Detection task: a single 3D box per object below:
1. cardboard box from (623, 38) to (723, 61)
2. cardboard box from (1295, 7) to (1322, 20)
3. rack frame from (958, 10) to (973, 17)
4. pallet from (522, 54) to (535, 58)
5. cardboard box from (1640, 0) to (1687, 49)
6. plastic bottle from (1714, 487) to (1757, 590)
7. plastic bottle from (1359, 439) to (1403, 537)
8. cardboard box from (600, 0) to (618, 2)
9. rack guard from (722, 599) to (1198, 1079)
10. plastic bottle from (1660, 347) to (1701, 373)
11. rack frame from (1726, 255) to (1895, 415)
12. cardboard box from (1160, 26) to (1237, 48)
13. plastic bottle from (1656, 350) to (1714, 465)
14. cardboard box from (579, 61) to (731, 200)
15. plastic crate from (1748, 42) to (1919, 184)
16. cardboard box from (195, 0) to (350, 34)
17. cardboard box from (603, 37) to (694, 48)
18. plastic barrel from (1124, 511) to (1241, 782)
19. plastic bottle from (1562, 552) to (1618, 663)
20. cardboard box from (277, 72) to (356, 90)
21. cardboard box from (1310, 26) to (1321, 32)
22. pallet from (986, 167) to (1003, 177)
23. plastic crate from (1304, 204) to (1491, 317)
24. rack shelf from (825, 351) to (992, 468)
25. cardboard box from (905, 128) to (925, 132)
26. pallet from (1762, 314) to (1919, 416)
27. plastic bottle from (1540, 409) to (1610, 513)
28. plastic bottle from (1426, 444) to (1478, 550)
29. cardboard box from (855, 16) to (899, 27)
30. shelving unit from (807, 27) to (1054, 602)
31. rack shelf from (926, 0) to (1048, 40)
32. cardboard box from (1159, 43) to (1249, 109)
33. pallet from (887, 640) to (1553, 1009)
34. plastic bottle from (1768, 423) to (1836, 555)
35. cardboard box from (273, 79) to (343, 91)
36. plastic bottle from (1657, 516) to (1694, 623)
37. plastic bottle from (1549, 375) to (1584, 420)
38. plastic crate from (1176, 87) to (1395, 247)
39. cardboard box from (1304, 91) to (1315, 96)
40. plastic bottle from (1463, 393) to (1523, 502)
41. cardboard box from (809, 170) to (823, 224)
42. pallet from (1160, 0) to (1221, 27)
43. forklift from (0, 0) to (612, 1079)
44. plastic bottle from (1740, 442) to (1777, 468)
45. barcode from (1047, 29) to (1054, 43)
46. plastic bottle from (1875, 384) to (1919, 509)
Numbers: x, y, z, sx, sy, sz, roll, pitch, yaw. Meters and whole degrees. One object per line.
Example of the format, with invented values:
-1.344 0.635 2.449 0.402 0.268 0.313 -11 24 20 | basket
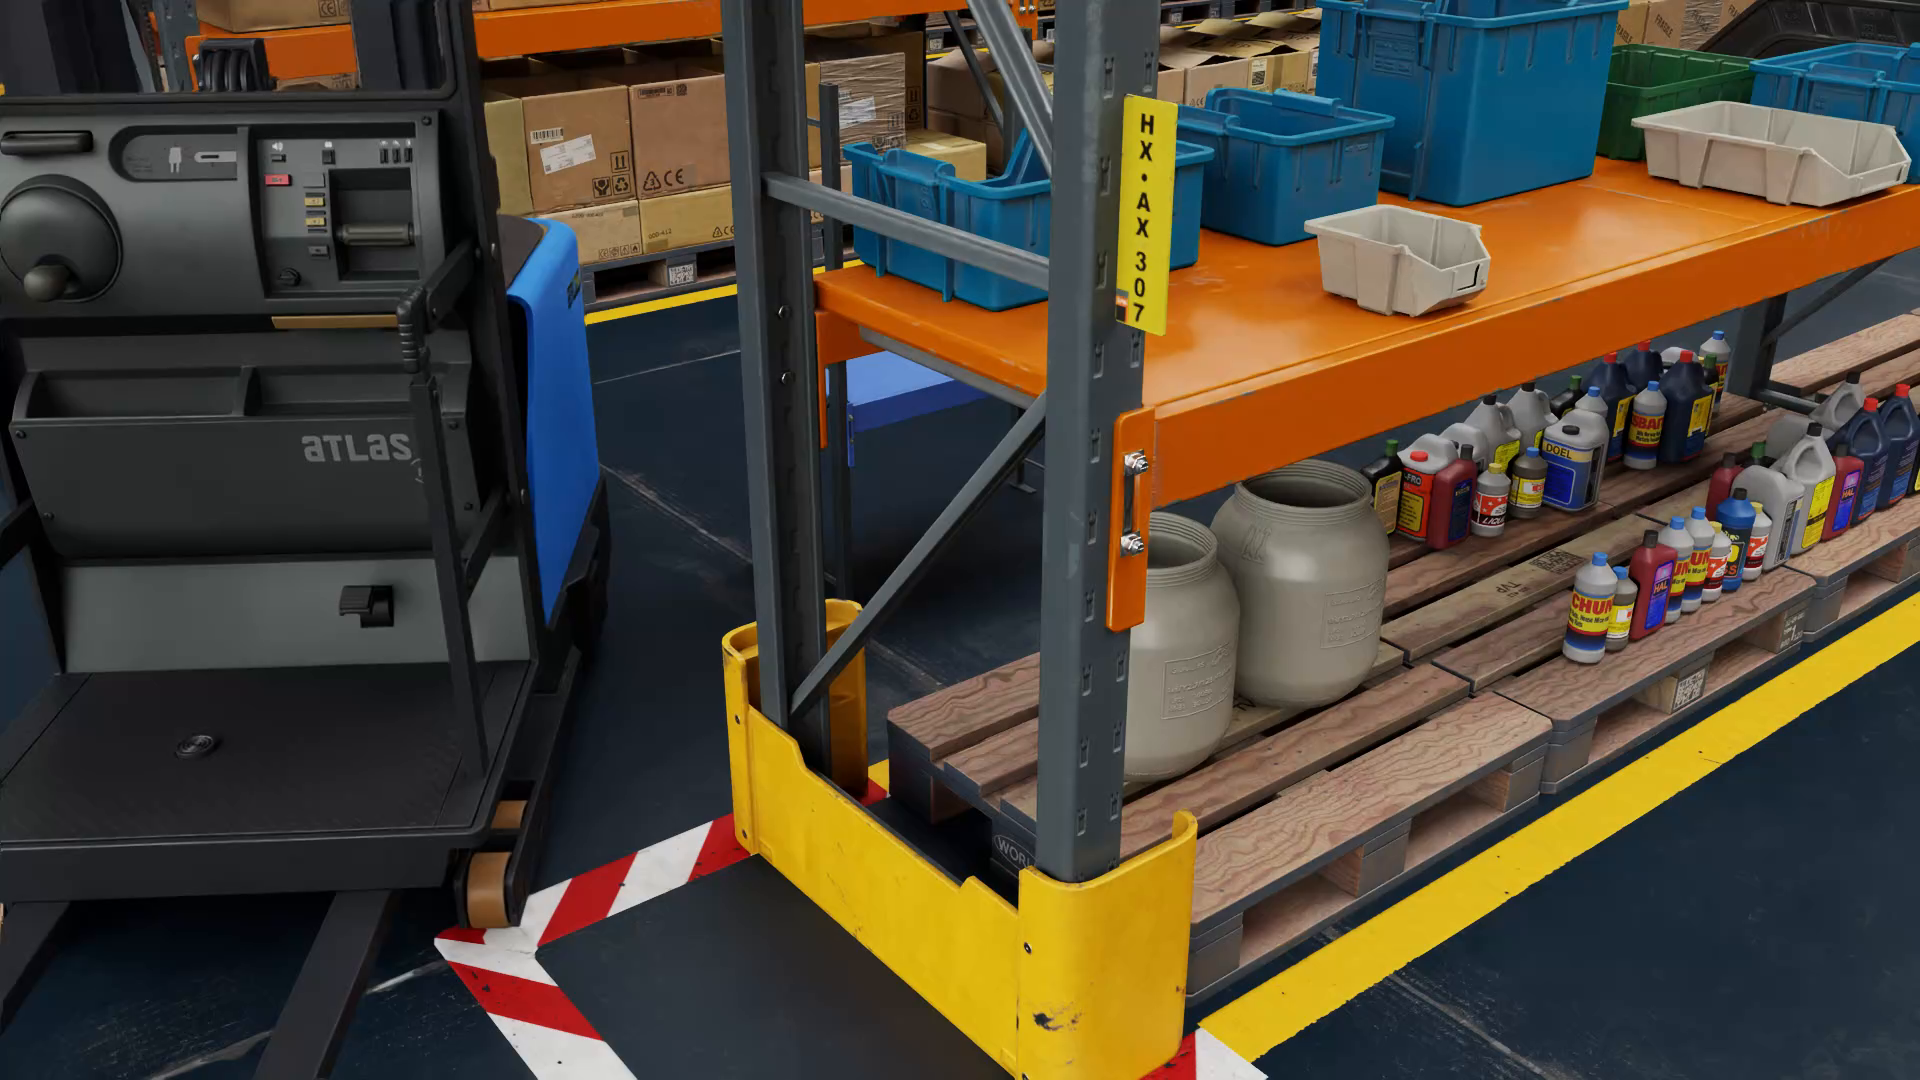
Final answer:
-1.327 -2.199 8.302 0.500 0.500 0.500 -18 31 -34 | cardboard box
2.573 -3.390 11.094 0.500 0.311 0.500 -17 30 -32 | cardboard box
0.106 -5.872 14.338 0.127 3.000 1.000 -18 31 -34 | rack frame
-3.548 -3.382 12.285 1.213 0.211 1.003 -18 31 -34 | pallet
4.914 -3.725 12.159 0.500 0.500 0.500 -19 31 -36 | cardboard box
2.051 -0.009 4.425 0.097 0.271 0.097 0 25 0 | plastic bottle
1.180 -0.138 4.688 0.133 0.283 0.061 -17 30 -33 | plastic bottle
-1.538 -2.719 7.427 0.500 0.500 0.700 -17 30 -33 | cardboard box
-0.045 0.587 3.392 0.348 0.500 1.175 -18 31 -34 | rack guard
2.313 -0.484 5.443 0.135 0.276 0.152 -17 30 -32 | plastic bottle
3.072 -1.551 5.028 0.127 3.000 1.000 -18 31 -34 | rack frame
1.358 -2.986 10.222 0.500 0.311 0.500 -19 31 -35 | cardboard box
2.270 -0.429 5.235 0.185 0.351 0.144 -18 31 -34 | plastic bottle
-1.388 -1.891 7.639 0.500 0.500 0.500 -18 31 -34 | cardboard box
2.369 -1.106 4.246 0.616 0.251 0.499 -18 31 -34 | plastic crate
-2.754 -2.316 6.558 0.500 0.500 0.700 -18 31 -34 | cardboard box
-2.472 -4.095 12.957 0.500 0.500 0.700 -17 30 -32 | cardboard box
0.395 0.230 3.647 0.421 0.512 0.421 0 25 0 | plastic barrel
1.543 0.159 4.063 0.097 0.271 0.097 0 25 0 | plastic bottle
-4.532 -3.331 11.311 0.500 0.500 0.700 -21 32 -37 | cardboard box
2.501 -3.074 10.413 0.500 0.311 0.500 -19 31 -35 | cardboard box
0.574 -2.132 9.593 1.213 0.211 1.003 -18 31 -34 | pallet
0.827 -0.518 3.116 0.250 0.136 0.298 -18 31 -34 | plastic crate
-0.067 -0.495 4.962 1.000 0.185 0.538 -18 31 -34 | rack shelf
-0.534 -2.116 9.013 0.500 0.250 0.500 -18 31 -34 | cardboard box
3.666 -0.503 6.082 1.213 0.211 1.003 -18 31 -34 | pallet
1.809 -0.241 4.918 0.135 0.276 0.152 -18 31 -34 | plastic bottle
1.380 -0.123 4.655 0.133 0.283 0.061 -18 31 -34 | plastic bottle
-0.905 -4.638 14.127 0.500 0.500 0.700 -18 31 -34 | cardboard box
-0.067 -0.658 4.887 1.048 1.500 0.538 -18 31 -34 | shelving unit
1.592 -3.386 9.837 4.000 0.370 1.077 -18 31 -34 | rack shelf
1.301 -2.678 9.559 0.500 0.311 0.500 -19 31 -36 | cardboard box
0.598 0.509 3.903 1.213 0.211 1.003 -18 31 -34 | pallet
2.338 -0.152 4.639 0.185 0.351 0.144 -18 31 -34 | plastic bottle
-2.891 -1.675 7.172 0.500 0.500 0.500 -18 31 -34 | cardboard box
1.813 0.070 4.255 0.097 0.271 0.097 0 25 0 | plastic bottle
1.876 -0.368 5.183 0.133 0.283 0.061 -17 30 -32 | plastic bottle
0.648 -0.840 3.674 0.408 0.251 0.499 -18 31 -34 | plastic crate
2.101 -2.693 10.256 0.500 0.250 0.500 -17 30 -33 | cardboard box
1.551 -0.269 4.890 0.185 0.351 0.144 -17 30 -32 | plastic bottle
-0.996 -1.682 8.078 0.500 0.250 0.500 -18 31 -34 | cardboard box
1.733 -5.102 15.992 1.213 0.211 1.003 -18 31 -34 | pallet
-1.489 -0.630 3.126 1.130 2.935 3.031 -1 25 -3 | forklift
2.254 -0.149 4.712 0.133 0.283 0.061 -18 31 -34 | plastic bottle
0.476 -2.622 8.643 0.075 0.075 0.001 -18 31 -34 | barcode
2.743 -0.286 4.927 0.185 0.351 0.144 -19 31 -35 | plastic bottle
